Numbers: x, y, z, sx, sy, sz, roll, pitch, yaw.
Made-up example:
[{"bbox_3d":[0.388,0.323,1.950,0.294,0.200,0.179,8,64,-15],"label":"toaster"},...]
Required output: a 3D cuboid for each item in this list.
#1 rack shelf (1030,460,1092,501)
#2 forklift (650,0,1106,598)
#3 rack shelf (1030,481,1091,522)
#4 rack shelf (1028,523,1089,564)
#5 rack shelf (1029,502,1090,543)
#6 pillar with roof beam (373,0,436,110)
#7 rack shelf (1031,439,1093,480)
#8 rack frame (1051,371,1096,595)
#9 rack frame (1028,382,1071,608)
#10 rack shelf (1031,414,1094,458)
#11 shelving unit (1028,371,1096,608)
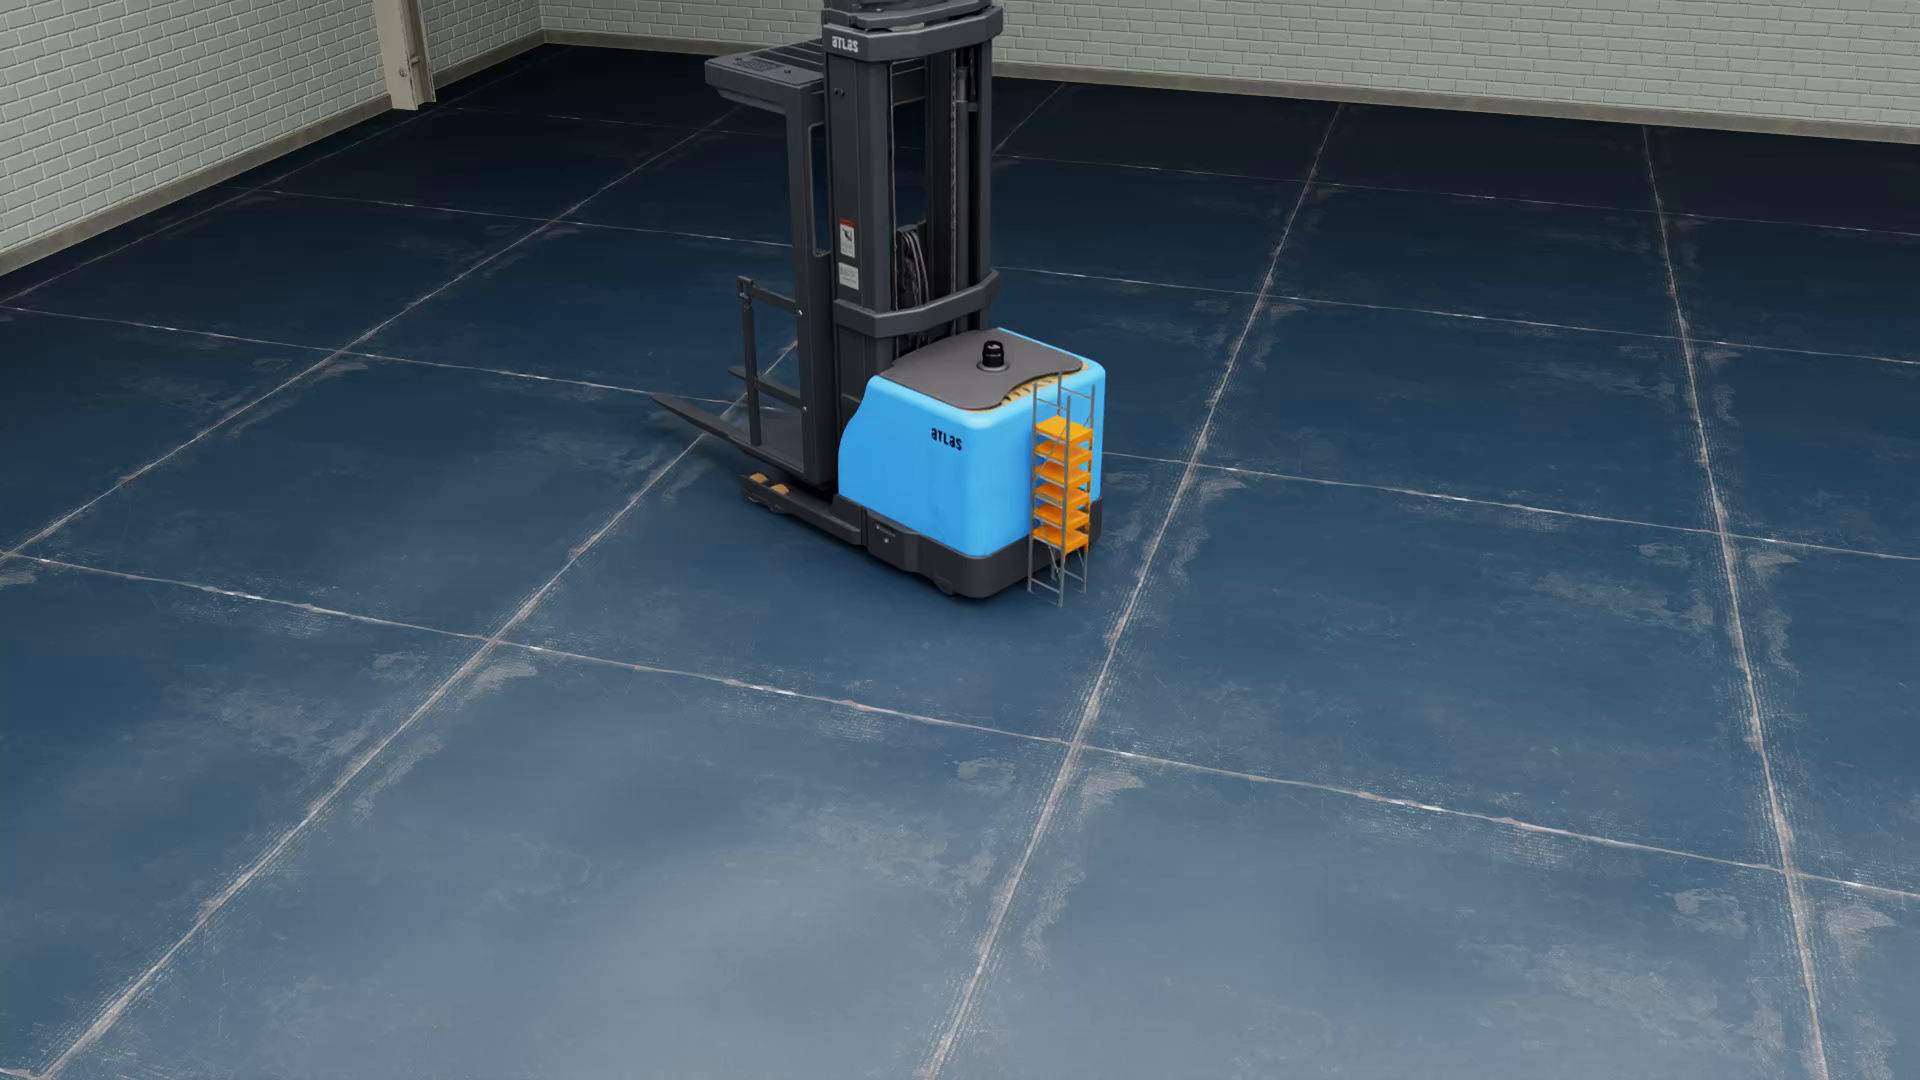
[{"bbox_3d":[0.511,-0.311,8.418,0.258,0.103,0.180,26,38,37],"label":"rack shelf"},{"bbox_3d":[-0.627,-1.593,9.098,3.031,2.935,1.130,25,38,38],"label":"forklift"},{"bbox_3d":[0.511,-0.207,8.477,0.258,0.103,0.180,26,38,37],"label":"rack shelf"},{"bbox_3d":[0.510,0.003,8.594,0.258,0.103,0.180,26,38,37],"label":"rack shelf"},{"bbox_3d":[0.510,-0.102,8.536,0.258,0.103,0.180,26,38,37],"label":"rack shelf"},{"bbox_3d":[-1.632,-7.899,14.192,9.100,9.000,0.400,8,30,15],"label":"pillar with roof beam"},{"bbox_3d":[0.512,-0.416,8.359,0.258,0.103,0.180,26,38,37],"label":"rack shelf"},{"bbox_3d":[0.575,-0.277,8.512,0.240,1.200,0.006,26,38,37],"label":"rack frame"},{"bbox_3d":[0.447,-0.213,8.398,0.240,1.200,0.006,26,38,37],"label":"rack frame"},{"bbox_3d":[0.512,-0.520,8.300,0.258,0.103,0.180,26,38,37],"label":"rack shelf"},{"bbox_3d":[0.511,-0.245,8.455,0.258,1.200,0.189,26,38,37],"label":"shelving unit"}]
